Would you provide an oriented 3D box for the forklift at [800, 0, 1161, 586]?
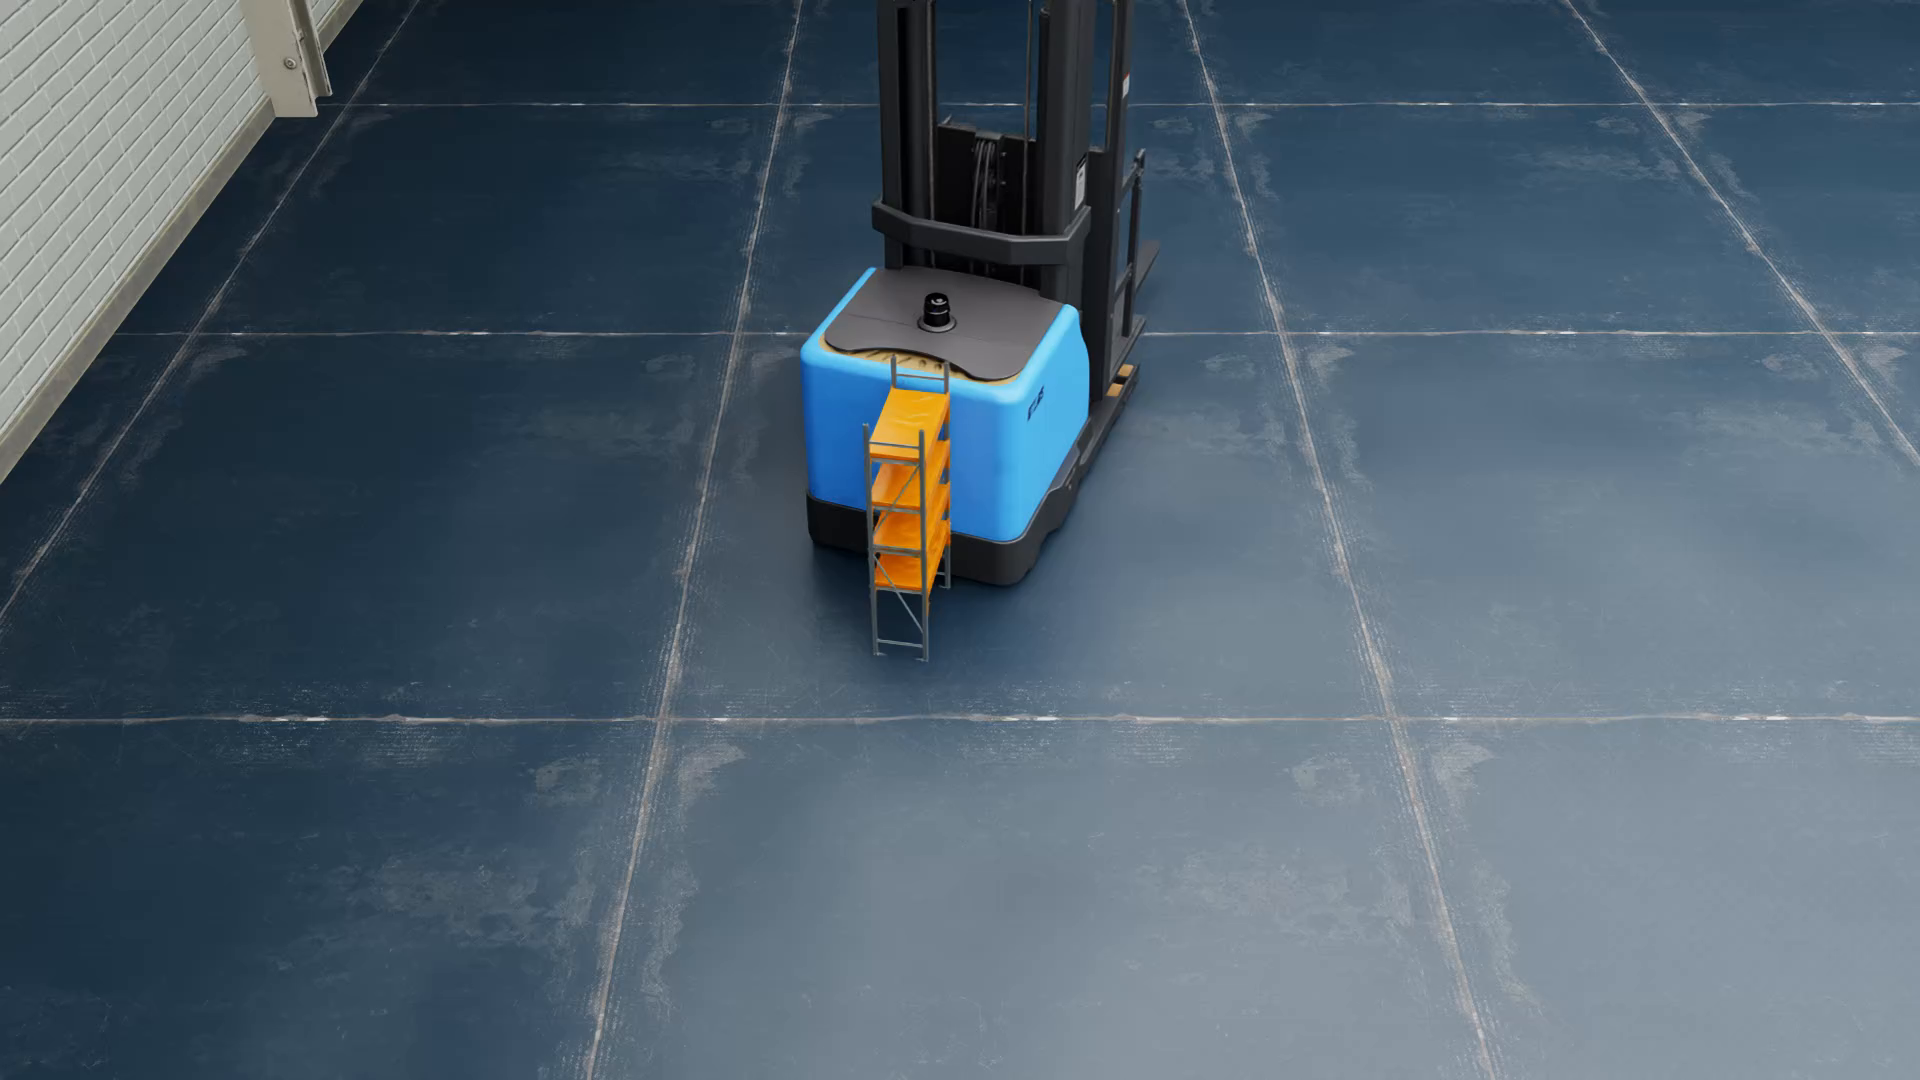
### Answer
[{"bbox_3d":[0.295,-1.867,7.736,1.130,2.935,3.031,13,41,16],"label":"forklift"}]

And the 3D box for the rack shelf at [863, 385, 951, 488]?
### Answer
[{"bbox_3d":[-0.208,-0.420,6.686,0.258,0.148,0.480,7,39,8],"label":"rack shelf"}]

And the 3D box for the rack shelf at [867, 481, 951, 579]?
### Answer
[{"bbox_3d":[-0.208,-0.061,6.974,0.258,0.148,0.480,7,39,8],"label":"rack shelf"}]

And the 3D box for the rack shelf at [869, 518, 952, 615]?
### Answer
[{"bbox_3d":[-0.208,0.094,7.098,0.258,0.148,0.480,7,39,8],"label":"rack shelf"}]

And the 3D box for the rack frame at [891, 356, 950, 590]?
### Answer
[{"bbox_3d":[-0.162,-0.263,7.119,0.240,1.200,0.015,7,39,8],"label":"rack frame"}]

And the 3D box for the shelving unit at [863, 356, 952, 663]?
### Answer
[{"bbox_3d":[-0.208,-0.113,6.932,0.258,1.200,0.503,7,39,8],"label":"shelving unit"}]

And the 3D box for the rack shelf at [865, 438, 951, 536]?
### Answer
[{"bbox_3d":[-0.208,-0.235,6.834,0.258,0.148,0.480,7,39,8],"label":"rack shelf"}]

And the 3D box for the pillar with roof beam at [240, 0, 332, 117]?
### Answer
[{"bbox_3d":[-0.249,-6.527,8.699,9.100,9.000,0.400,0,39,0],"label":"pillar with roof beam"}]

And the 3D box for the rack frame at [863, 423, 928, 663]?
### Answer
[{"bbox_3d":[-0.254,0.037,6.745,0.240,1.200,0.015,7,39,8],"label":"rack frame"}]
